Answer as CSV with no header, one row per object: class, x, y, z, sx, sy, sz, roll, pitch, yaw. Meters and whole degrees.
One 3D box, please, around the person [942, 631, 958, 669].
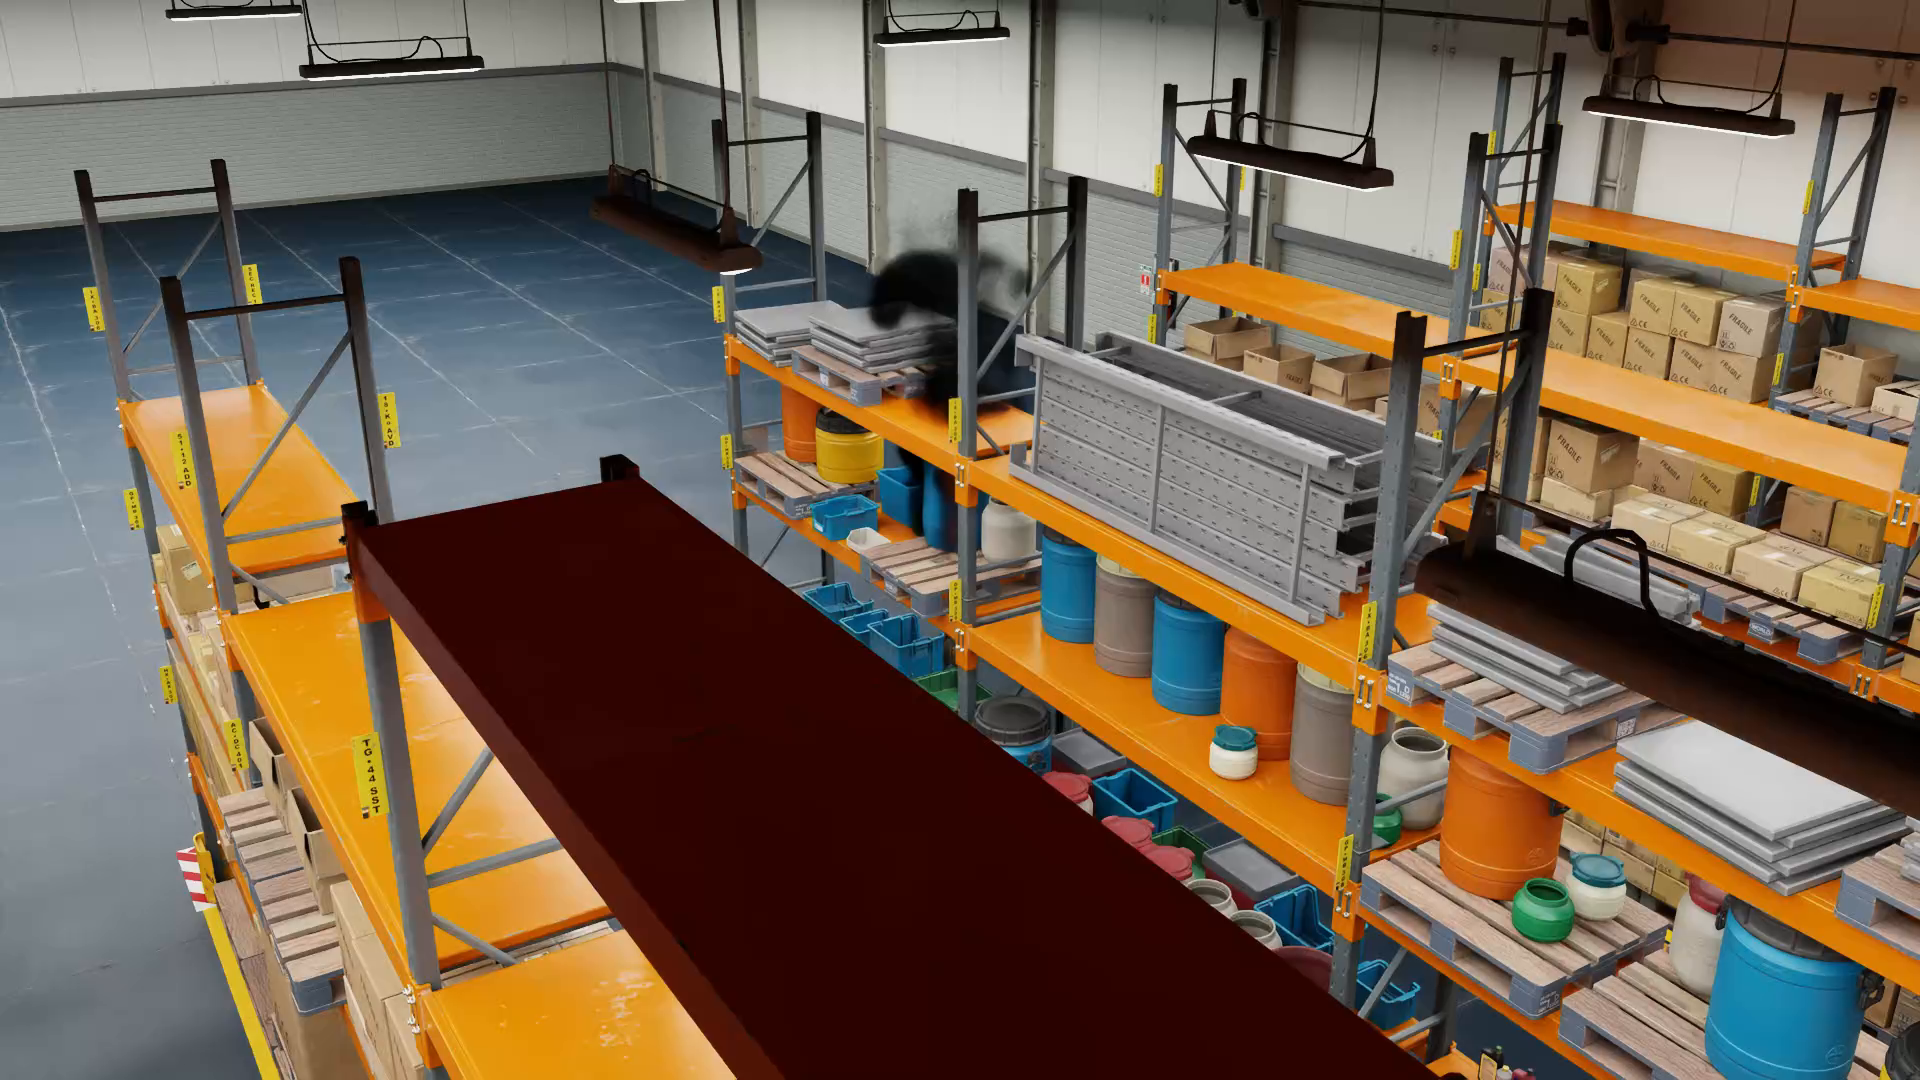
person,-0.071,1.026,16.637,0.538,1.618,0.572,-16,27,-34
